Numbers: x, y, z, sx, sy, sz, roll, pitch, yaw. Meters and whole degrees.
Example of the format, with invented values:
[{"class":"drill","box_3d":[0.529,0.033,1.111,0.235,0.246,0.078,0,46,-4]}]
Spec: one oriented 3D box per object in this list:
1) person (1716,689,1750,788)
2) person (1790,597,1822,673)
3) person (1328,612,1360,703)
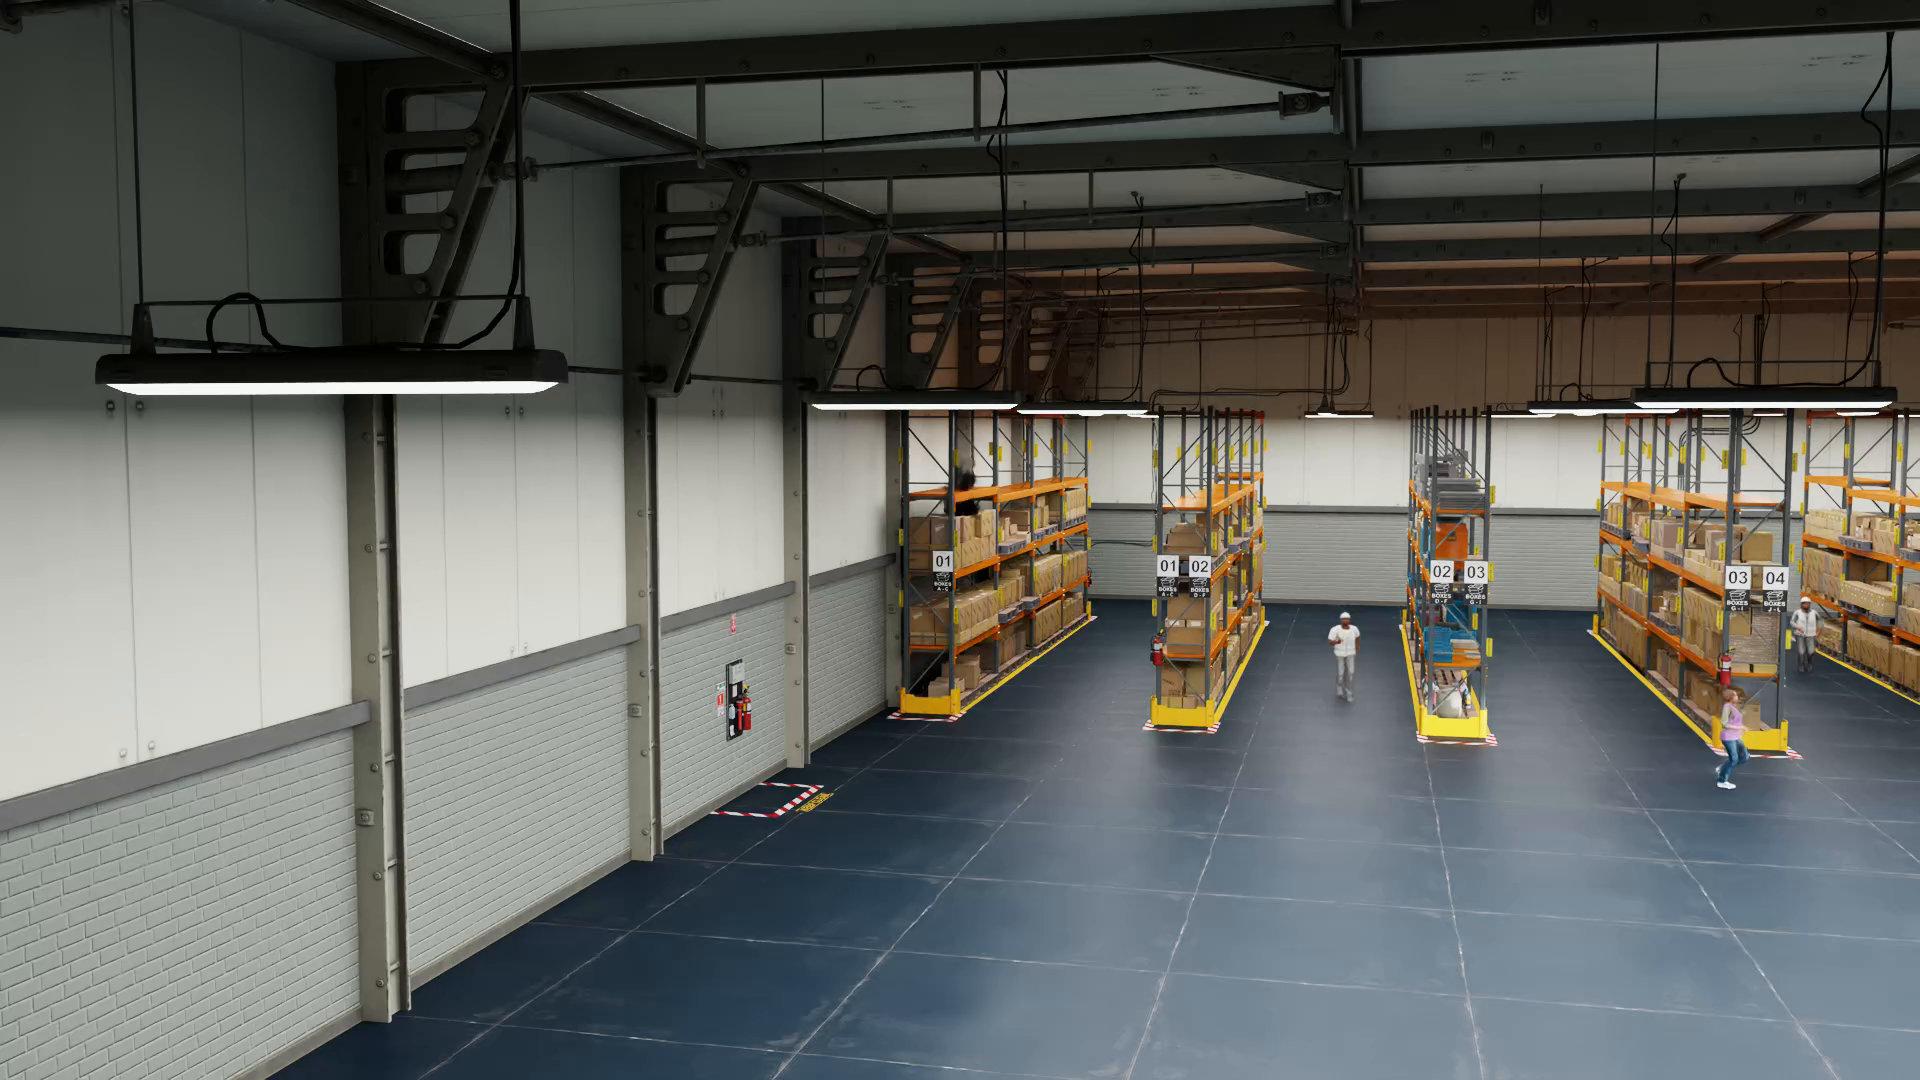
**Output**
[{"class":"person","box_3d":[12.016,3.088,25.807,0.536,1.552,0.526,4,6,43]},{"class":"person","box_3d":[19.152,2.150,37.615,0.686,1.733,0.603,1,4,19]},{"class":"person","box_3d":[7.882,2.381,34.065,0.684,1.807,0.802,0,4,4]}]
